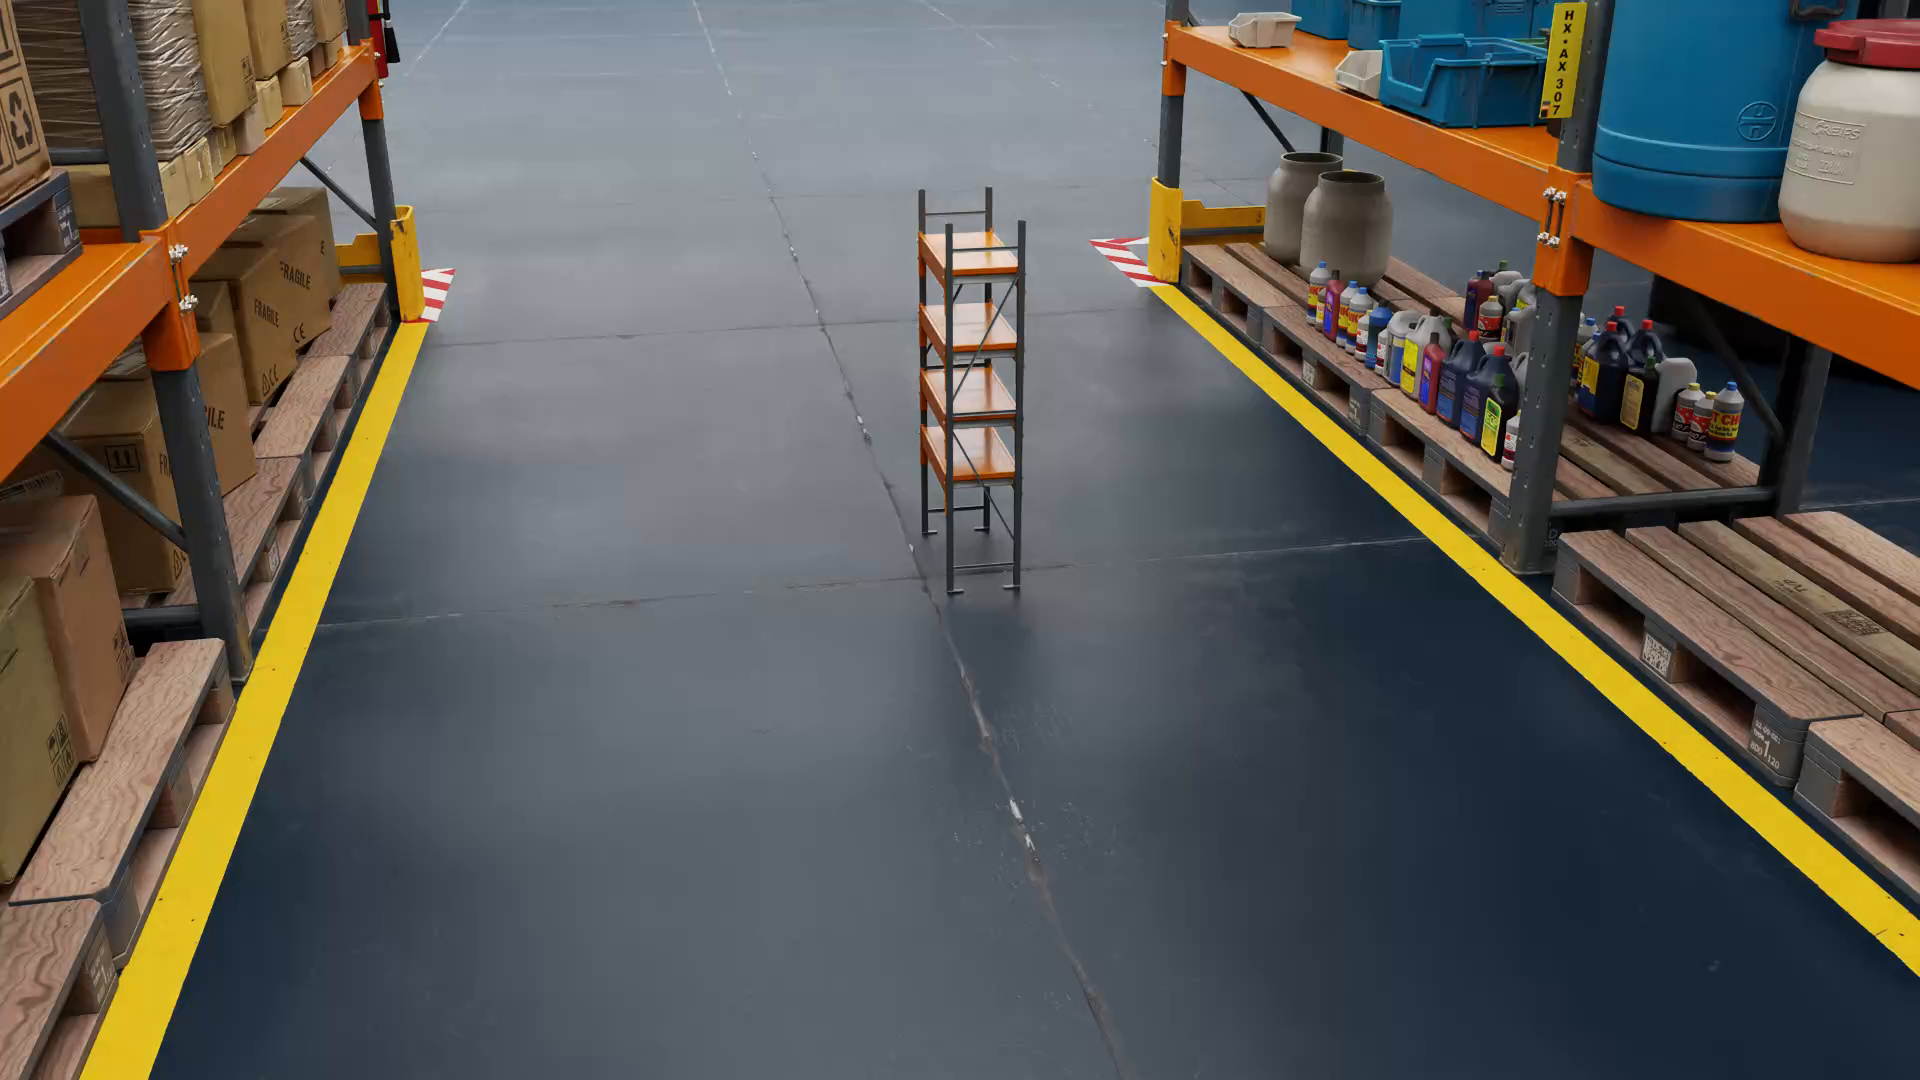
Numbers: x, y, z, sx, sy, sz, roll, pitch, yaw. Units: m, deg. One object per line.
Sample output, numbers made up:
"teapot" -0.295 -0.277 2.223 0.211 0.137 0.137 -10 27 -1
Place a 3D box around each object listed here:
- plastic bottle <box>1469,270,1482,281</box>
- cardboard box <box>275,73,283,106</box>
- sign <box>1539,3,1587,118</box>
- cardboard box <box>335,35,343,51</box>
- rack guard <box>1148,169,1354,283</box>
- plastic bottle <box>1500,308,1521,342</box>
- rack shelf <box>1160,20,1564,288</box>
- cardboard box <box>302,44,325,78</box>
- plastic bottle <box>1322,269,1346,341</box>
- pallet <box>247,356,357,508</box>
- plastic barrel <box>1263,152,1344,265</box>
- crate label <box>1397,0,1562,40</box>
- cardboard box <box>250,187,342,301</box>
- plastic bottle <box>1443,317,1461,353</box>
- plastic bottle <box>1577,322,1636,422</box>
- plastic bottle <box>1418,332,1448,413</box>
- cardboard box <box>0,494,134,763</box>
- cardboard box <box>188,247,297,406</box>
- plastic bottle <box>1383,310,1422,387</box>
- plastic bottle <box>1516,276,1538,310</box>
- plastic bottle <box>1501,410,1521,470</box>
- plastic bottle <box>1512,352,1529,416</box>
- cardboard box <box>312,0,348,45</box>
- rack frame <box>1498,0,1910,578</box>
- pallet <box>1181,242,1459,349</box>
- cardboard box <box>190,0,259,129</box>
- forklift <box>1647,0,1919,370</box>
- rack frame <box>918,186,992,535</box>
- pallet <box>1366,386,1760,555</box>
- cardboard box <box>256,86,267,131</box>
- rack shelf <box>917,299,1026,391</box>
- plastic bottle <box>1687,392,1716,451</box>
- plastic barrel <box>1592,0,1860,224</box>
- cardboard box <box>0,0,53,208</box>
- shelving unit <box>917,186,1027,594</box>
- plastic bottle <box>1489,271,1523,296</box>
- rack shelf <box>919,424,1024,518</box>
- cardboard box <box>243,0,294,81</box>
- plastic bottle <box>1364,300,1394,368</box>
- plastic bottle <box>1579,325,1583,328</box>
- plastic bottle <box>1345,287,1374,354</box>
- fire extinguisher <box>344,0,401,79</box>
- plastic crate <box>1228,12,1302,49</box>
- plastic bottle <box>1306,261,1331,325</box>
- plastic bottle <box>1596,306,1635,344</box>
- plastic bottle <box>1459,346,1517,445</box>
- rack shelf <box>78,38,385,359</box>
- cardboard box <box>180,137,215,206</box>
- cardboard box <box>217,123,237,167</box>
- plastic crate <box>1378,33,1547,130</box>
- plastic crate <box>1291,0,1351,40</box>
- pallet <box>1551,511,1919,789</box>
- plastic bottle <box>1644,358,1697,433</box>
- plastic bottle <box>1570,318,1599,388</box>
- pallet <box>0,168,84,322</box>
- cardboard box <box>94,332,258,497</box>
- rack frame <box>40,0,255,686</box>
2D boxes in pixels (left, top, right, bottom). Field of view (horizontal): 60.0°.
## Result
"plastic bottle" 2.338 -1.113 7.498 0.097 0.201 0.097 0 24 0
"cardboard box" -2.686 -1.620 6.025 0.380 0.149 0.250 -4 24 -10
"sign" 1.765 -1.401 4.864 0.100 0.325 0.005 -4 24 -10
"cardboard box" -3.044 -2.305 7.595 0.380 0.149 0.250 -4 24 -10
"rack guard" 1.628 -1.712 9.045 1.175 0.500 0.348 -4 24 -10
"plastic bottle" 2.307 -0.867 6.933 0.097 0.201 0.097 0 24 0
"rack shelf" 1.937 -1.768 6.948 1.077 0.370 4.000 -4 24 -10
"cardboard box" -2.871 -2.013 6.925 0.380 0.149 0.250 -4 24 -10
"plastic bottle" 1.621 -1.014 7.169 0.061 0.283 0.133 -4 24 -9
"pallet" -2.948 -0.409 6.422 1.003 0.211 1.213 -4 24 -10
"plastic barrel" 1.764 -1.683 8.440 0.421 0.512 0.421 0 24 0
"crate label" 2.174 -2.196 6.987 0.502 0.435 0.616 -4 24 -10
"cardboard box" -3.201 -1.318 7.617 0.500 0.500 0.500 0 24 0
"plastic bottle" 1.906 -0.720 6.494 0.061 0.283 0.133 -4 24 -10
"plastic bottle" 2.424 -0.636 6.218 0.144 0.351 0.185 -4 24 -10
"plastic bottle" 1.798 -0.636 6.302 0.061 0.283 0.133 -3 24 -6
"cardboard box" -2.468 0.243 4.019 0.700 0.500 0.500 -6 24 -14
"cardboard box" -2.960 -0.837 6.518 0.500 0.500 0.500 -2 24 -5
"plastic bottle" 1.784 -0.763 6.602 0.152 0.276 0.135 -4 24 -9
"plastic bottle" 2.418 -0.961 6.963 0.144 0.351 0.185 -3 24 -8
"plastic bottle" 1.934 -0.350 5.749 0.097 0.201 0.097 0 24 0
"plastic bottle" 2.047 -0.541 6.001 0.144 0.351 0.185 -4 24 -10
"cardboard box" -3.015 -2.293 6.757 0.875 0.500 0.500 -4 24 -10
"rack frame" 2.307 -1.311 5.003 1.000 3.000 0.127 -4 24 -10
"pallet" 1.773 -1.260 8.371 1.003 0.211 1.213 -4 24 -10
"cardboard box" -2.641 -1.507 4.956 0.875 0.500 0.500 -4 24 -10
"forklift" 4.688 -2.043 6.767 1.130 2.935 3.031 -20 31 -39
"rack frame" -0.015 -0.581 5.581 0.240 1.200 0.015 -4 24 -10
"pallet" 2.224 -0.300 6.173 1.003 0.211 1.213 -4 24 -10
"cardboard box" -2.560 -1.426 5.580 0.380 0.149 0.250 -4 24 -10
"rack shelf" 0.031 -0.628 5.298 0.258 0.148 0.480 -4 24 -10
"plastic bottle" 2.660 -0.428 5.928 0.097 0.201 0.097 0 24 0
"plastic barrel" 2.081 -1.366 4.504 0.600 0.901 0.708 -4 24 -10
"cardboard box" -2.551 -1.089 3.220 1.000 1.000 1.000 -4 24 -9
"shelving unit" 0.031 -0.485 5.361 0.258 1.200 0.503 -4 24 -10
"plastic bottle" 2.358 -1.046 7.251 0.152 0.276 0.135 -4 24 -9
"rack shelf" 0.031 -0.241 5.467 0.258 0.148 0.480 -4 24 -10
"cardboard box" -2.884 -1.896 5.847 0.875 0.500 0.500 -4 24 -10
"plastic bottle" 1.716 -0.845 6.797 0.097 0.271 0.097 0 24 0
"plastic bottle" 2.502 -0.765 6.701 0.097 0.201 0.097 0 24 0
"plastic bottle" 1.679 -0.925 6.979 0.097 0.271 0.097 0 24 0
"fire extinguisher" -2.868 -2.561 7.963 0.296 0.674 0.183 -4 24 -10
"plastic crate" 1.417 -2.387 7.798 0.298 0.136 0.250 -4 24 -10
"plastic bottle" 1.597 -1.099 7.378 0.097 0.271 0.097 0 24 0
"plastic bottle" 2.531 -0.721 6.413 0.144 0.351 0.185 -5 24 -12
"plastic bottle" 1.905 -0.530 5.976 0.144 0.351 0.185 -5 24 -11
"rack shelf" -2.930 -1.401 6.109 1.077 0.370 4.000 -4 24 -10
"cardboard box" -2.338 -1.035 4.686 0.380 0.149 0.250 -4 24 -10
"cardboard box" -2.467 -1.229 5.130 0.380 0.149 0.250 -4 24 -10
"plastic crate" 1.836 -1.658 5.984 0.499 0.251 0.616 -4 24 -10
"plastic crate" 1.954 -2.641 8.235 0.499 0.251 0.616 -4 24 -10
"pallet" 2.491 0.273 4.861 1.003 0.211 1.213 -4 24 -10
"plastic bottle" 2.593 -0.547 6.108 0.152 0.276 0.135 -3 24 -8
"plastic bottle" 2.467 -0.739 6.555 0.097 0.271 0.097 0 24 0
"pallet" -2.562 -0.545 3.489 1.003 0.211 1.213 -4 24 -10
"cardboard box" -2.708 -0.376 5.462 0.500 0.500 0.500 3 24 7
"rack frame" -2.560 -0.944 4.164 1.000 3.000 0.127 -4 24 -10
